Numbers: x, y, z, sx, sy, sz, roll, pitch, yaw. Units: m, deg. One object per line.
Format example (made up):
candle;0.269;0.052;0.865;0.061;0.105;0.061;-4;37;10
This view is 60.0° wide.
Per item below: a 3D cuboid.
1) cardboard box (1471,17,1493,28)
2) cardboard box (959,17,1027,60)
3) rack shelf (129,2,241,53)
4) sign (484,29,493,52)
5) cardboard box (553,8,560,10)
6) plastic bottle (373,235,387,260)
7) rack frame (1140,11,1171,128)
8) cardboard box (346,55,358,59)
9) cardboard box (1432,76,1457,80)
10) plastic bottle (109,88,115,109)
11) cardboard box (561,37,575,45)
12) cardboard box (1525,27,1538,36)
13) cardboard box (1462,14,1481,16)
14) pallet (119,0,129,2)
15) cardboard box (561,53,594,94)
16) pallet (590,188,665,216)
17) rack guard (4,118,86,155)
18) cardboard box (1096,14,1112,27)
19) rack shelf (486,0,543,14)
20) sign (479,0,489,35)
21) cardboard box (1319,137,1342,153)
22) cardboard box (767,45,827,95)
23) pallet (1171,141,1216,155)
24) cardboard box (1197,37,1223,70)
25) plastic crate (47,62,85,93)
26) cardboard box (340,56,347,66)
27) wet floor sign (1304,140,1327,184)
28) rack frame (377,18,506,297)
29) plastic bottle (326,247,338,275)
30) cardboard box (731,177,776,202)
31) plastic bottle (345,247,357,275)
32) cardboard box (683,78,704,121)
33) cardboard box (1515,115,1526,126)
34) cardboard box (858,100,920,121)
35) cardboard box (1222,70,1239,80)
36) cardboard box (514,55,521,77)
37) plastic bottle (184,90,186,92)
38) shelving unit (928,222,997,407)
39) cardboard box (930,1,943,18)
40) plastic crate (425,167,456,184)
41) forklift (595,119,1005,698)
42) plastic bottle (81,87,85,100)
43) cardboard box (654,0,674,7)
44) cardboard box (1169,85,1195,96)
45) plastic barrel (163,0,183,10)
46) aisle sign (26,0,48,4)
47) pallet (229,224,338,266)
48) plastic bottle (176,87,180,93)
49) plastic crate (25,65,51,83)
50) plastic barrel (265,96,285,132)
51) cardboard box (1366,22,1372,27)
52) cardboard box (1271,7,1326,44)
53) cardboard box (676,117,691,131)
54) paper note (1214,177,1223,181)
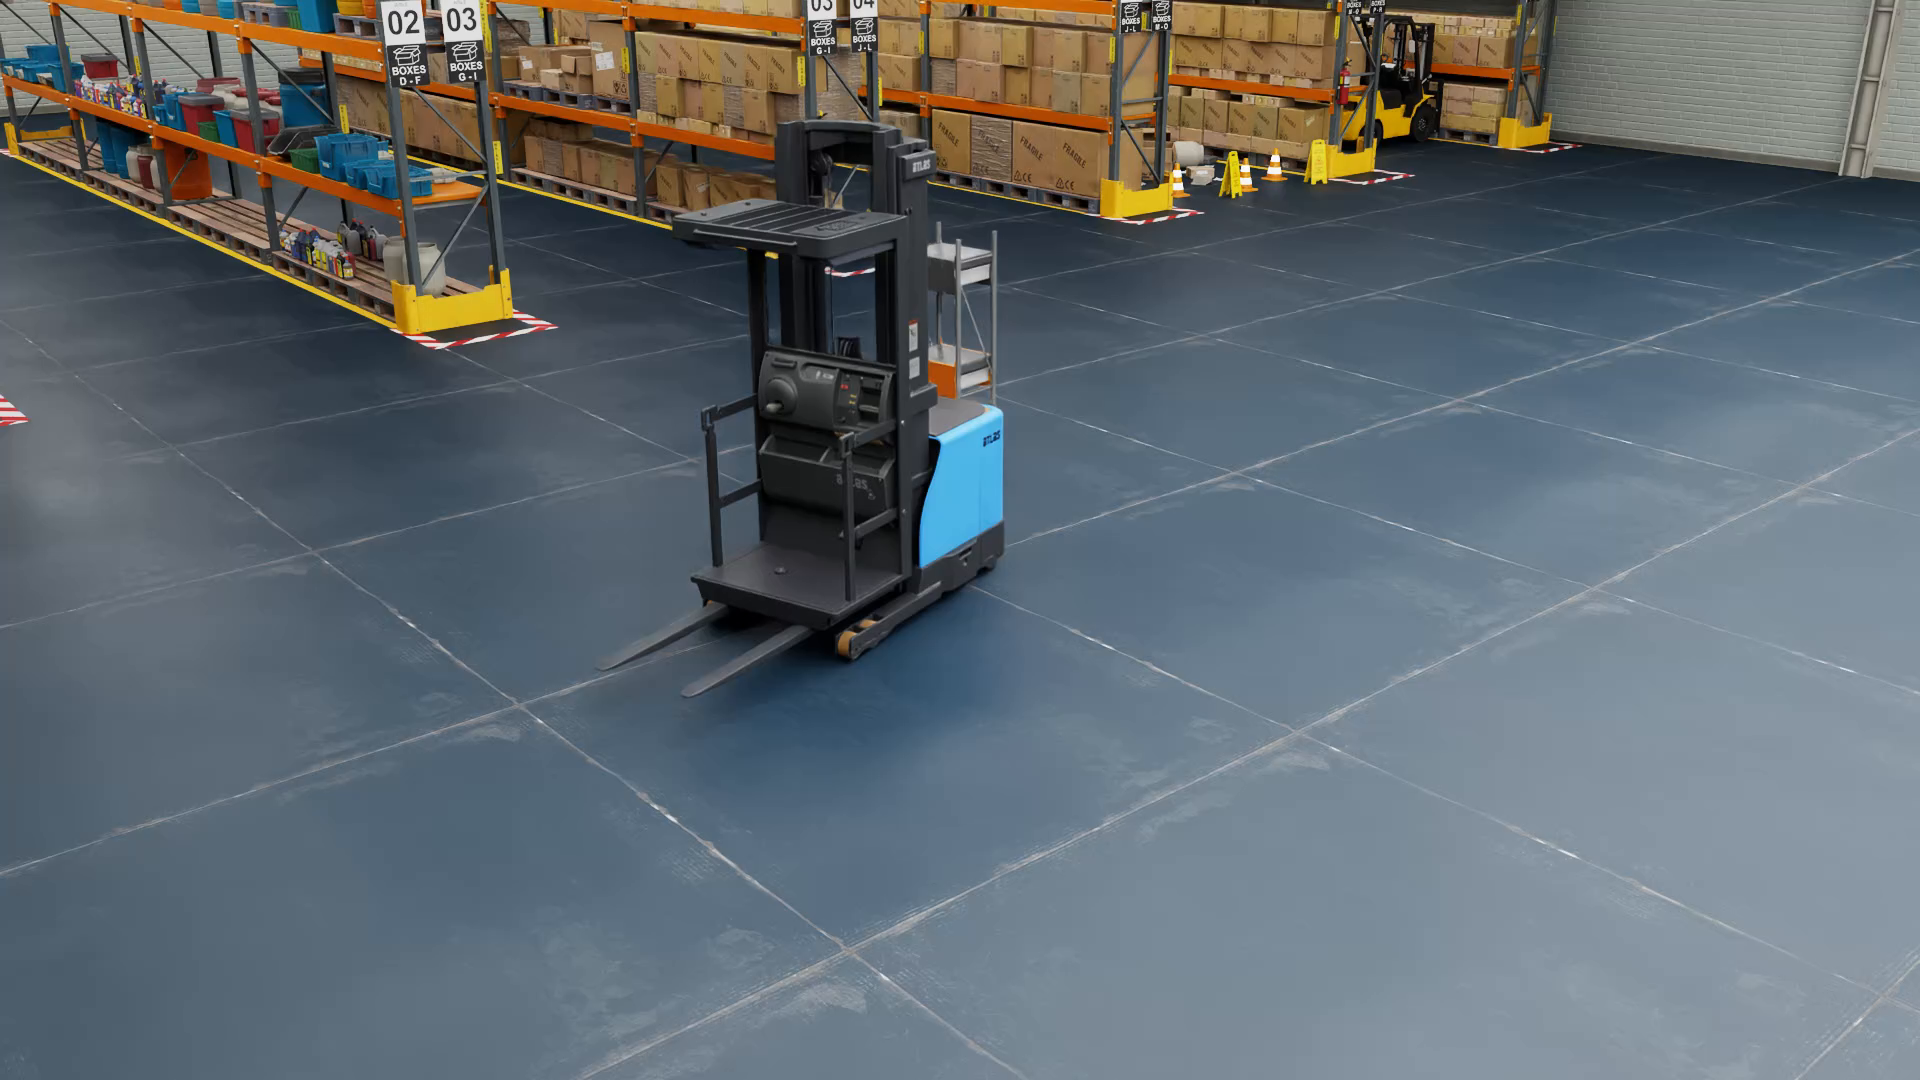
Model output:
cardboard box;9.113;-9.019;28.962;0.380;0.149;0.250;-17;27;-36
cardboard box;0.491;-7.410;24.605;0.875;0.550;0.550;-17;27;-37
rack shelf;-9.052;-6.355;20.469;1.077;0.370;4.000;-17;27;-37
sign;-7.023;-7.431;24.755;0.100;0.325;0.005;-17;27;-37
cardboard box;-7.911;-10.851;33.159;0.500;0.500;0.500;-18;27;-38
plastic bottle;-6.668;-3.380;19.131;0.152;0.276;0.135;-17;27;-36
rack frame;3.514;-8.278;28.507;1.000;3.000;0.127;-17;27;-37
cardboard box;-10.376;-8.541;28.976;0.500;0.250;0.500;-17;27;-36
cardboard box;8.736;-8.336;30.477;0.500;0.250;0.500;-18;28;-38
plastic bottle;-11.898;-6.205;23.373;0.061;0.283;0.133;-17;27;-37
cardboard box;-7.708;-9.956;33.134;0.380;0.149;0.250;-18;28;-39
cardboard box;9.858;-8.860;28.966;0.380;0.149;0.250;-18;28;-39
cardboard box;9.156;-9.275;29.618;0.380;0.149;0.250;-16;27;-36
pallet;-10.782;-7.389;22.382;1.003;0.211;1.213;-17;27;-37
cardboard box;-5.195;-6.620;23.555;0.797;0.503;0.637;-14;26;-32
pallet;-4.503;-4.836;23.541;1.003;0.211;1.213;-17;27;-37
rack guard;-15.605;-6.895;28.403;1.175;0.500;0.348;-17;27;-37
cardboard box;2.714;-8.869;28.894;0.500;0.500;0.500;-17;27;-37
rack shelf;-7.910;-8.639;26.301;1.077;0.370;4.000;-17;27;-37
sign;-4.716;-5.166;16.435;0.100;0.325;0.005;-17;27;-37
cardboard box;5.808;-6.377;26.848;0.500;0.250;0.500;-18;28;-38
cardboard box;-1.929;-5.558;19.645;0.500;0.500;0.500;-17;27;-37
pallet;3.979;-6.803;28.564;1.003;0.211;1.213;-17;27;-37
cardboard box;4.253;-8.001;27.253;0.500;0.500;0.500;-18;28;-38
plastic crate;-13.531;-7.019;25.231;0.392;0.384;0.575;-17;27;-37
cardboard box;-10.668;-8.444;29.276;0.380;0.149;0.250;-17;27;-37
wet floor sign;5.438;-5.770;25.331;0.267;0.644;0.232;-8;23;-19
rack frame;-5.135;-3.635;16.652;1.000;3.000;0.127;-17;27;-37
plastic bottle;-6.900;-3.089;18.390;0.152;0.276;0.135;-18;28;-39
cardboard box;-2.588;-4.357;21.346;0.500;0.500;0.500;-14;26;-33
plastic bottle;-6.730;-3.080;18.356;0.061;0.283;0.133;-17;27;-37
cardboard box;-3.045;-5.705;21.391;0.875;0.500;0.500;-17;27;-37
cardboard box;9.710;-7.454;29.595;0.500;0.250;0.500;-17;27;-37
cardboard box;-1.271;-6.638;26.827;1.050;0.750;0.750;-17;27;-37
cardboard box;4.490;-7.580;27.067;0.380;0.149;0.250;-18;27;-38
cardboard box;-6.716;-7.270;25.796;0.500;0.500;0.500;-16;27;-36
plastic bottle;-10.798;-6.134;23.208;0.097;0.271;0.097;0;21;0
shelving unit;-0.079;-1.054;11.297;0.503;2.100;0.431;17;27;37
cardboard box;-0.293;-10.255;32.045;0.500;0.500;0.500;-17;27;-37
plastic crate;-5.476;-3.836;17.527;0.298;0.136;0.250;-17;27;-37
forklift;-0.912;-0.861;9.663;1.130;2.935;3.031;13;25;30
plastic bottle;-12.876;-6.591;24.471;0.097;0.201;0.097;0;21;0
cardboard box;-3.545;-6.916;21.121;0.500;0.250;0.500;-18;28;-38
cardboard box;3.730;-7.569;27.972;0.380;0.149;0.250;-17;27;-37
plastic barrel;-9.559;-6.983;20.497;0.600;0.830;0.708;-17;27;-37
aisle sign;-15.404;-9.356;27.693;0.394;0.787;0.004;-17;27;-37
pallet;-8.288;-3.650;20.513;1.003;0.211;1.213;-17;27;-37
plastic bottle;-11.053;-6.276;23.571;0.097;0.271;0.097;0;21;0
plastic crate;-14.612;-7.412;26.443;0.416;0.233;0.300;-17;27;-37
plastic barrel;-8.204;-5.120;20.257;0.433;0.535;0.433;0;21;0
cardboard box;7.642;-9.523;30.657;0.380;0.149;0.250;-18;27;-38
cardboard box;5.301;-8.055;26.020;0.700;0.500;0.500;-17;27;-37
cardboard box;-3.442;-5.391;21.480;0.380;0.149;0.250;-17;27;-37
paper note;4.000;-5.578;25.684;0.142;0.019;0.148;12;24;27
